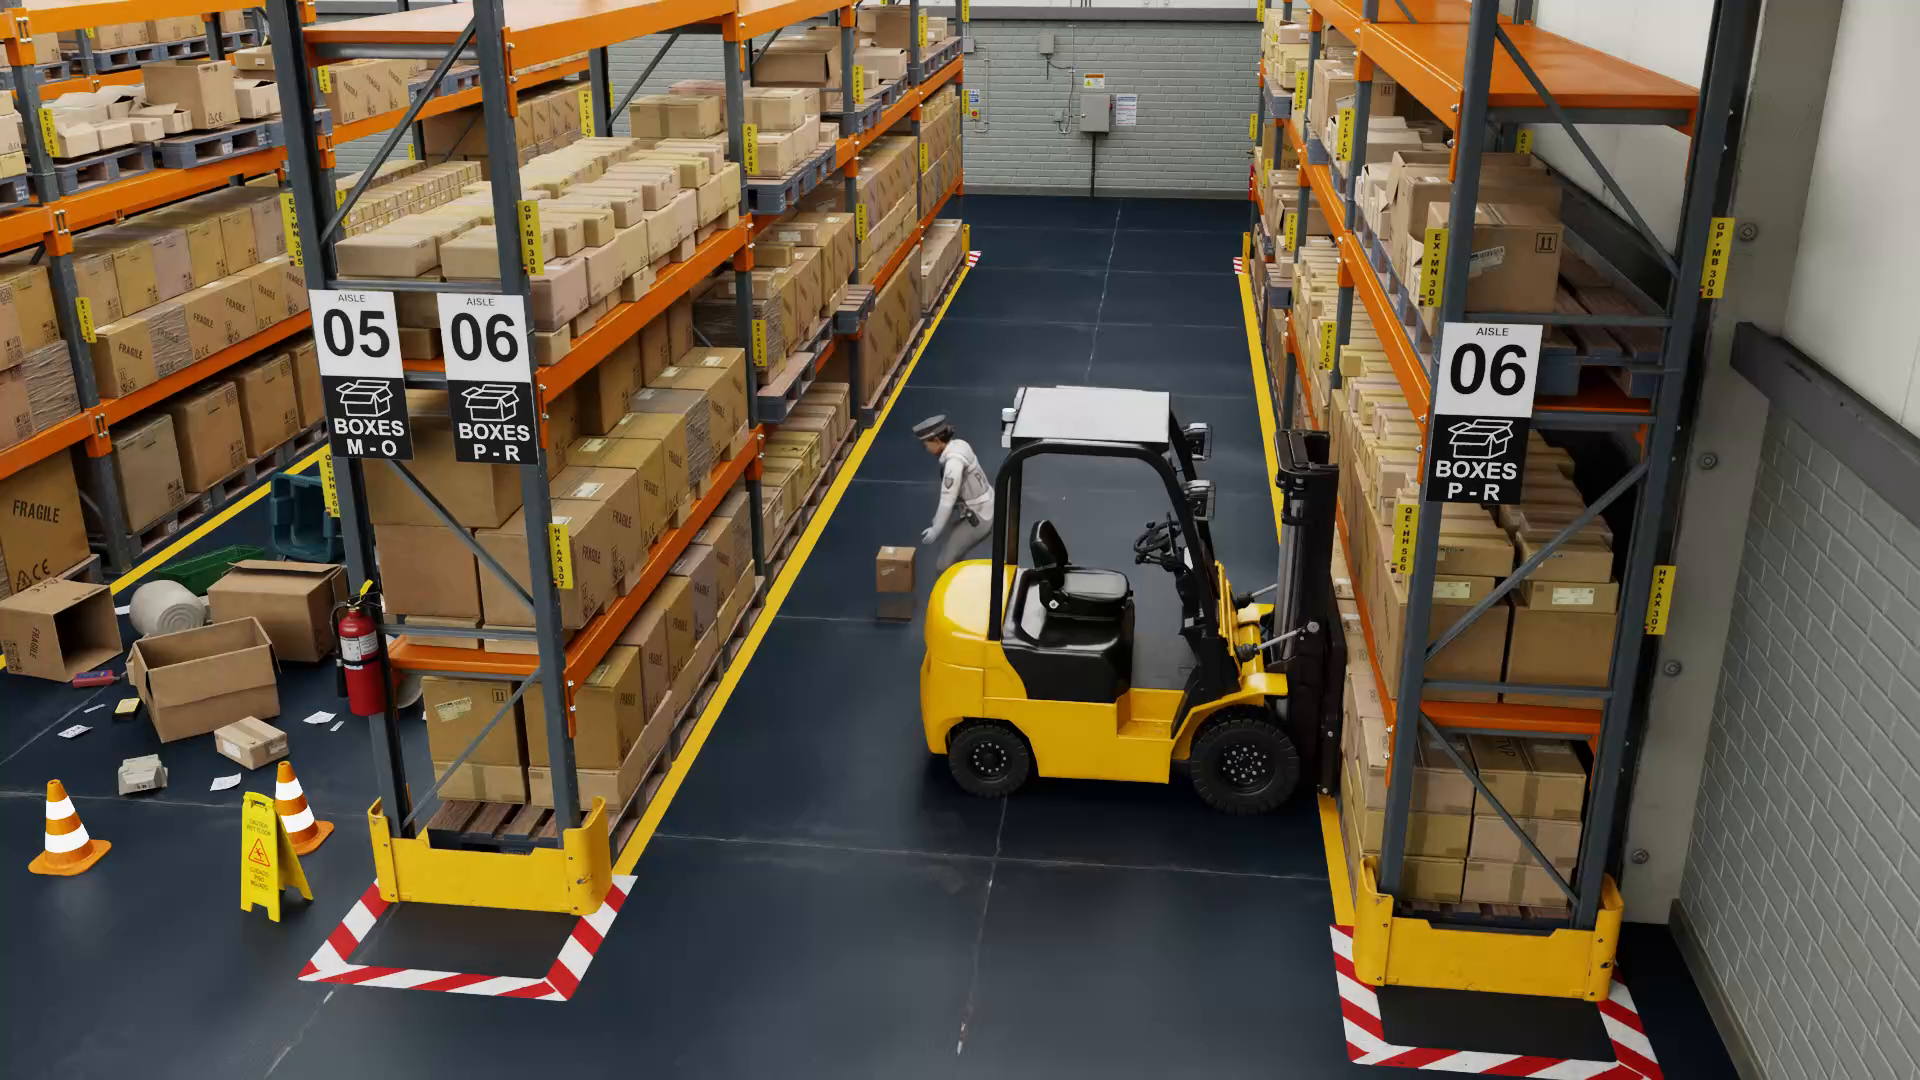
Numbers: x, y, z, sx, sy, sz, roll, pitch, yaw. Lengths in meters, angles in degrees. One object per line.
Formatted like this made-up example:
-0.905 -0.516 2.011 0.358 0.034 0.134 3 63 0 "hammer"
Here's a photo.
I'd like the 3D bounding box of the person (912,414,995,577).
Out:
-0.030 -0.148 11.704 0.607 1.501 0.529 3 21 7 "person"
